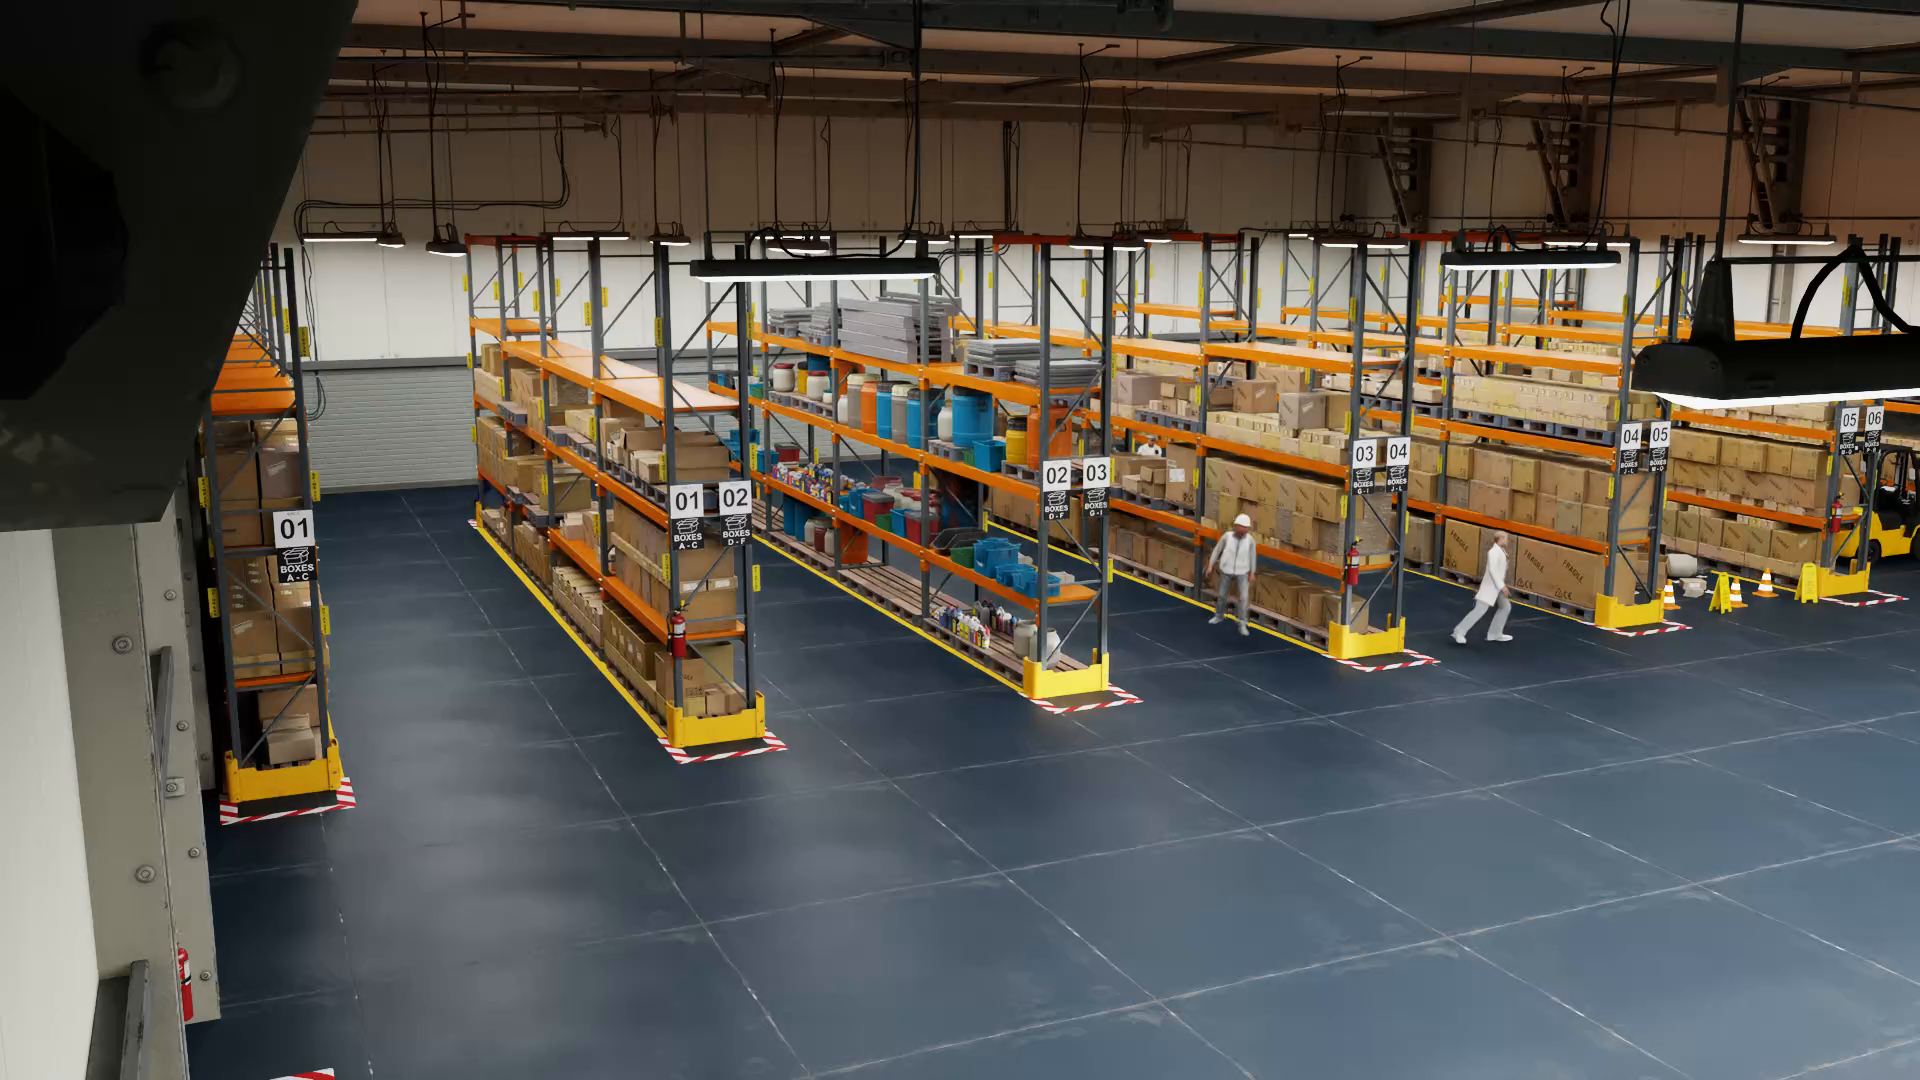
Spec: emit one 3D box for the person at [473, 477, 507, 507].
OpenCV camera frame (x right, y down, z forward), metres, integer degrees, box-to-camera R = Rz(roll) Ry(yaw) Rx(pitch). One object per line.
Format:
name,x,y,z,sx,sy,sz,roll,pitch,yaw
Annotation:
person,-10.193,-1.445,36.183,0.885,1.687,0.598,1,11,4

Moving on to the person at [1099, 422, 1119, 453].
person,3.840,-2.723,42.795,0.773,1.698,0.566,-11,15,-44

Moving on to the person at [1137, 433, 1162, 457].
person,4.067,-1.525,36.473,0.778,1.705,0.631,-2,11,-8

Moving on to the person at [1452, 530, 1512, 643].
person,7.868,0.712,24.957,0.777,1.708,0.908,7,13,30

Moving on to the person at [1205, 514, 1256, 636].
person,4.033,0.480,24.771,0.744,1.761,0.767,2,11,9
